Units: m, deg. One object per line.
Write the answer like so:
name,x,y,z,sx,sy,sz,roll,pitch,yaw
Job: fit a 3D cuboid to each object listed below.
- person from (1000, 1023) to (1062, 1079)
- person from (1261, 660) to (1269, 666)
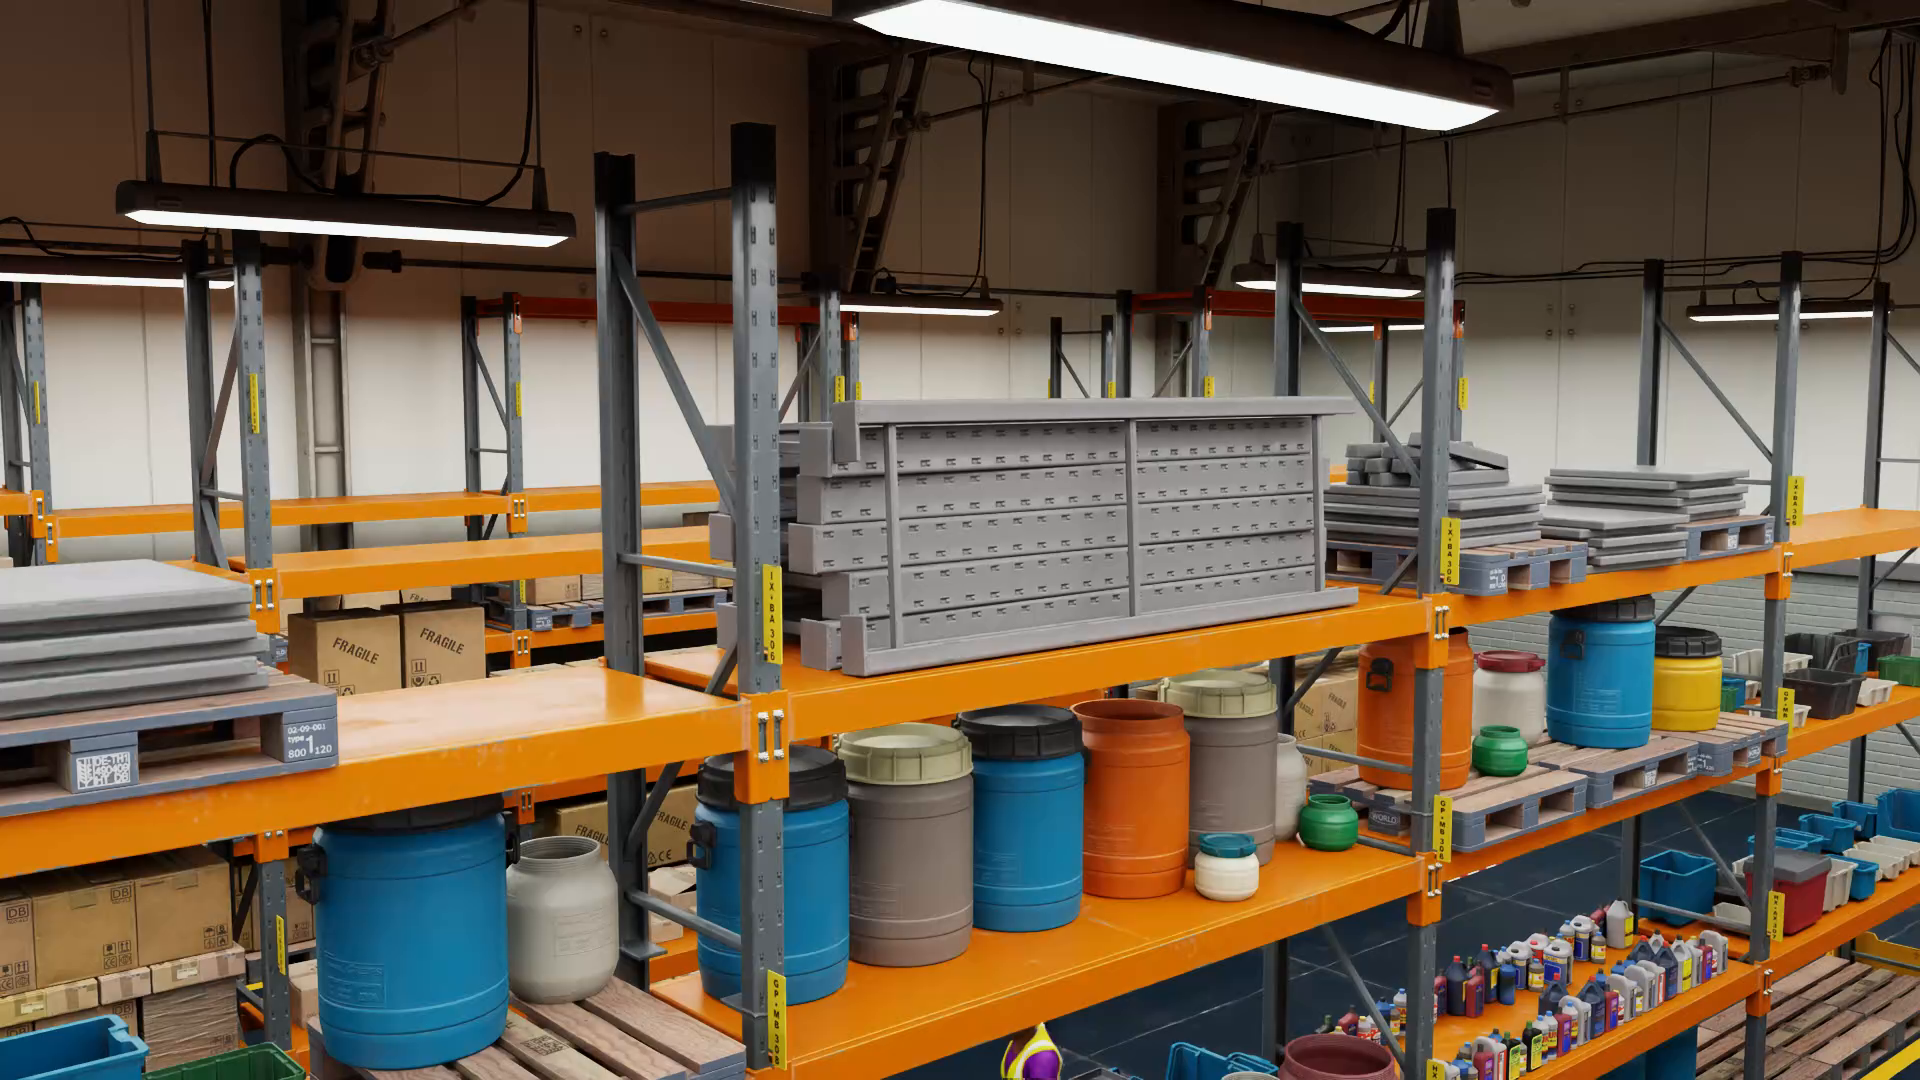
person,0.371,3.404,9.661,0.815,1.659,0.739,-2,6,-23
person,3.811,2.348,20.485,0.692,1.810,0.813,-3,6,-31
